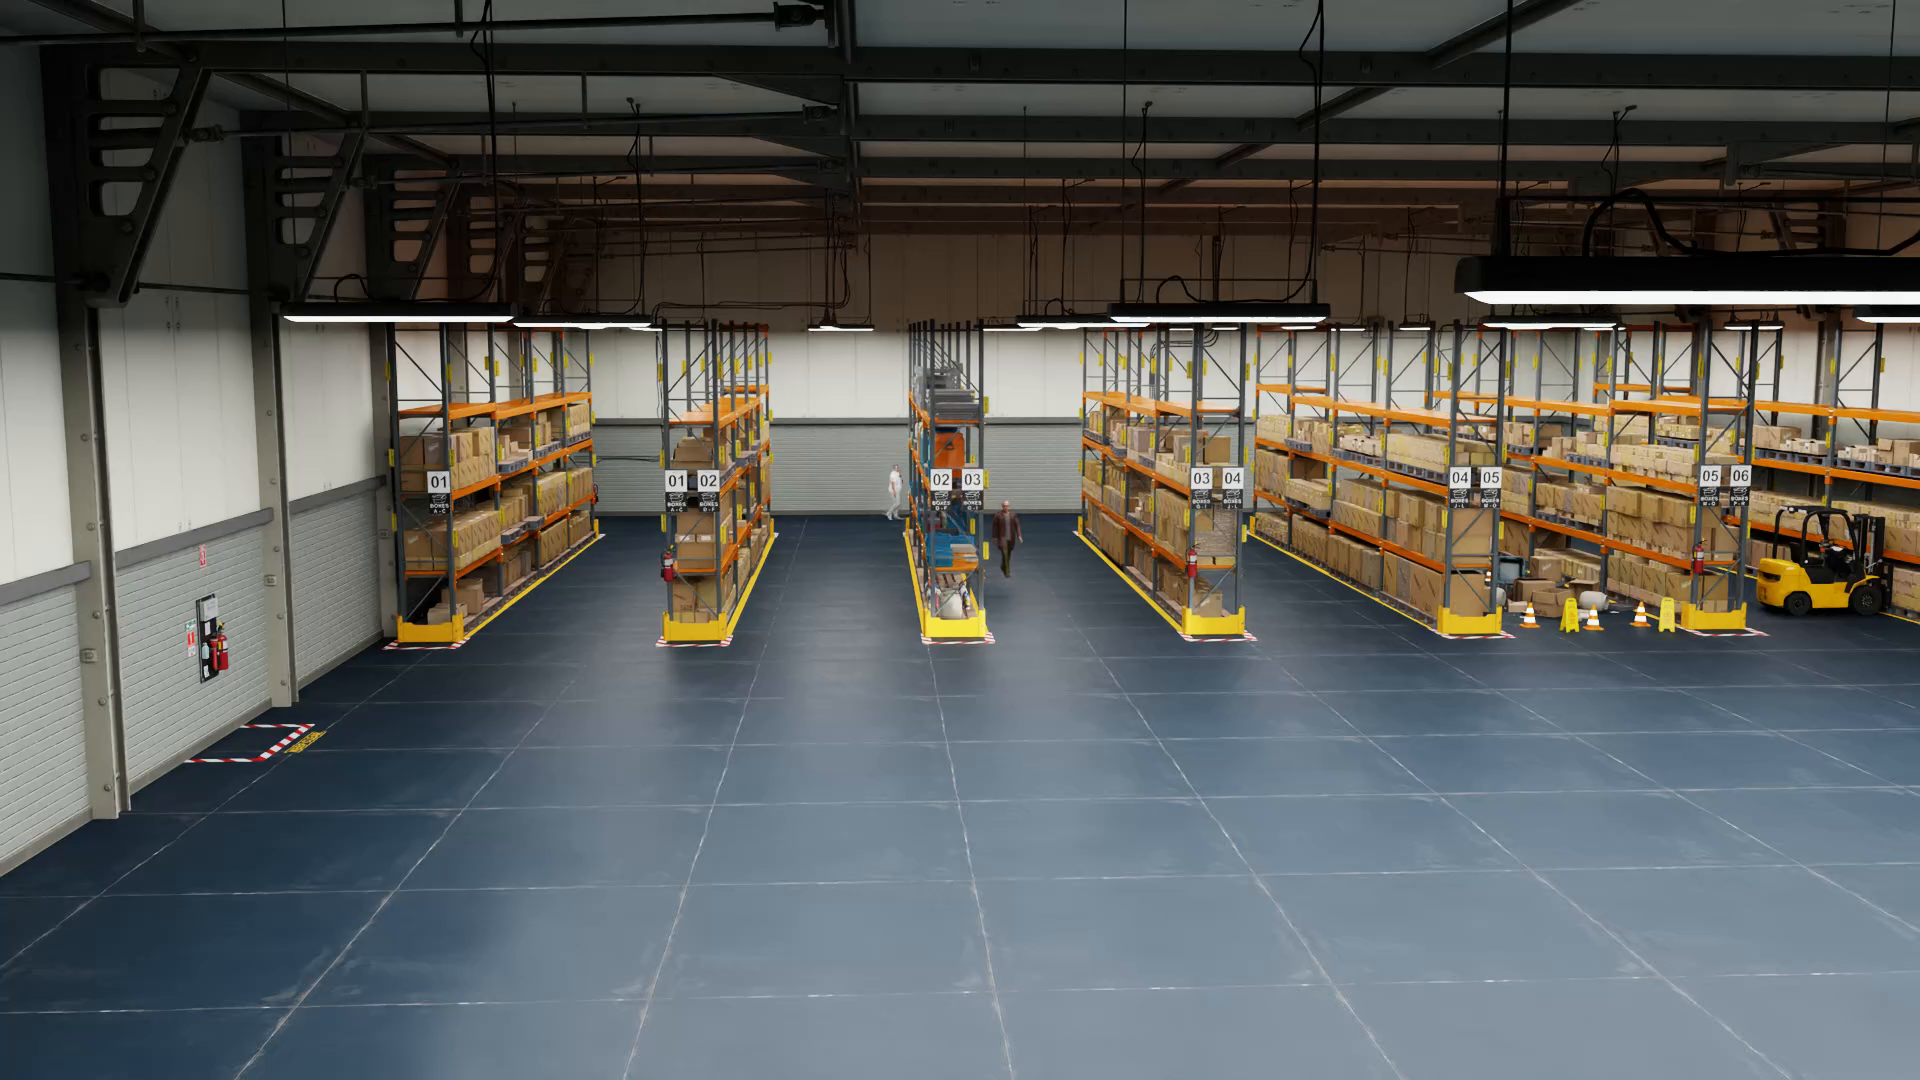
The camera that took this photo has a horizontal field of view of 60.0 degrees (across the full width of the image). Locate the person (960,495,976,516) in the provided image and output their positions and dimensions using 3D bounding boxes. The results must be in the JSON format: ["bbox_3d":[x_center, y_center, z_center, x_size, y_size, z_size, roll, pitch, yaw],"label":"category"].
[{"bbox_3d":[0.193,-1.131,48.265,0.720,1.774,0.543,6,10,42],"label":"person"}]

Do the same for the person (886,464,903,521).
[{"bbox_3d":[-1.976,-1.482,51.160,0.442,1.747,0.590,1,7,5],"label":"person"}]

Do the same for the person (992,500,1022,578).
[{"bbox_3d":[1.072,-0.038,37.411,0.599,1.725,1.111,-2,7,-18],"label":"person"}]

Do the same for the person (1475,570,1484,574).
[{"bbox_3d":[12.212,0.058,39.213,0.515,1.686,0.379,-4,8,-30],"label":"person"}]
